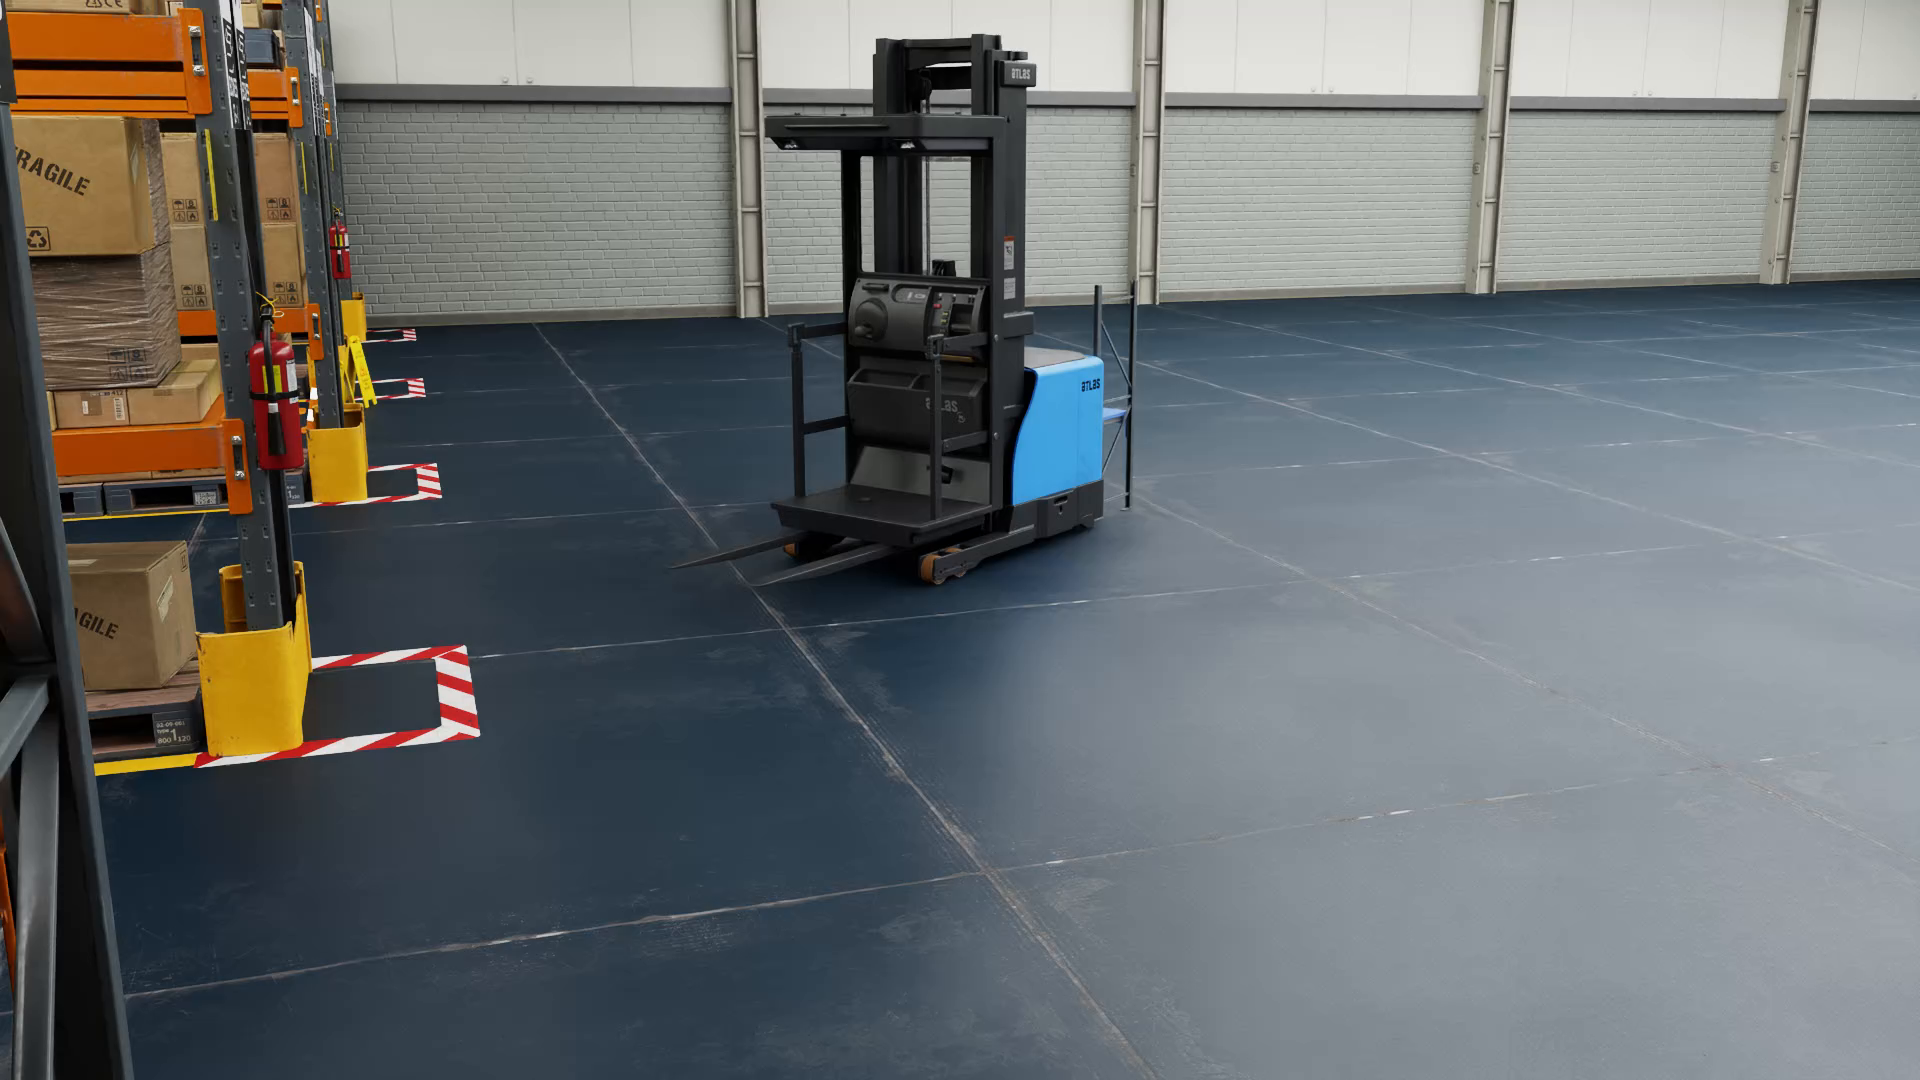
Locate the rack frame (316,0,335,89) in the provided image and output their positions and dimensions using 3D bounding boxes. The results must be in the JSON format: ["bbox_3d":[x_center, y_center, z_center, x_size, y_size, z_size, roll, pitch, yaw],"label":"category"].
[{"bbox_3d":[-7.653,-6.926,19.813,0.127,3.000,1.000,-4,14,-18],"label":"rack frame"}]

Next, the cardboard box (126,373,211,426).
[{"bbox_3d":[-3.110,-0.557,6.545,0.250,0.149,0.380,-4,14,-18],"label":"cardboard box"}]

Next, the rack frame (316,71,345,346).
[{"bbox_3d":[-6.066,-2.919,15.932,0.127,3.000,1.000,-4,14,-18],"label":"rack frame"}]

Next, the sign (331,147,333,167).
[{"bbox_3d":[-7.493,-4.566,19.841,0.005,0.325,0.100,-4,14,-18],"label":"sign"}]

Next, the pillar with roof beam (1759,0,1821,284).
[{"bbox_3d":[15.519,-7.899,23.905,0.400,9.000,9.100,-4,14,-18],"label":"pillar with roof beam"}]

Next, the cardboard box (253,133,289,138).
[{"bbox_3d":[-6.481,-3.513,15.410,0.500,0.500,0.700,-5,14,-19],"label":"cardboard box"}]

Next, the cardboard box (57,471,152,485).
[{"bbox_3d":[-5.847,-0.881,11.050,0.875,0.875,0.875,-5,14,-19],"label":"cardboard box"}]

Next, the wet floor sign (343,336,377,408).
[{"bbox_3d":[-5.545,-1.553,15.277,0.232,0.644,0.267,0,13,1],"label":"wet floor sign"}]

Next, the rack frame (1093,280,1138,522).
[{"bbox_3d":[0.988,-0.896,10.667,0.032,1.500,0.500,9,16,34],"label":"rack frame"}]

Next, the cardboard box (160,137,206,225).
[{"bbox_3d":[-5.248,-2.359,10.921,0.550,0.550,0.875,-4,14,-18],"label":"cardboard box"}]

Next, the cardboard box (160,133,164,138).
[{"bbox_3d":[-7.414,-3.417,15.007,0.500,0.500,0.700,-5,14,-19],"label":"cardboard box"}]

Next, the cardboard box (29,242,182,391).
[{"bbox_3d":[-3.436,-0.904,6.603,0.500,0.500,0.875,-4,14,-18],"label":"cardboard box"}]

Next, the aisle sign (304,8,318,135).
[{"bbox_3d":[-4.229,-3.045,10.844,0.004,0.787,0.394,-4,14,-18],"label":"aisle sign"}]

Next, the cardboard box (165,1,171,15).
[{"bbox_3d":[-5.081,-3.294,10.447,0.250,0.149,0.380,-4,14,-17],"label":"cardboard box"}]

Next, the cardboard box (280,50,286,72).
[{"bbox_3d":[-6.628,-4.471,15.657,0.500,0.250,0.500,-5,14,-19],"label":"cardboard box"}]

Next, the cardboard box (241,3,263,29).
[{"bbox_3d":[-4.599,-3.332,10.605,0.250,0.149,0.380,-4,14,-18],"label":"cardboard box"}]

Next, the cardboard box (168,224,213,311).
[{"bbox_3d":[-5.243,-1.831,11.034,0.550,0.550,0.875,-4,14,-18],"label":"cardboard box"}]

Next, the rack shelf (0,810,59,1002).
[{"bbox_3d":[-3.222,0.839,1.690,4.000,0.370,1.077,-4,14,-18],"label":"rack shelf"}]

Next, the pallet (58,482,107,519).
[{"bbox_3d":[-6.279,-0.319,11.026,1.213,0.211,1.003,-4,14,-18],"label":"pallet"}]

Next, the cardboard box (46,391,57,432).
[{"bbox_3d":[-3.568,-0.509,6.342,0.250,0.149,0.380,-4,14,-18],"label":"cardboard box"}]

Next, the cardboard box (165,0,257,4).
[{"bbox_3d":[-4.767,-3.527,10.565,0.500,0.250,0.500,-4,14,-17],"label":"cardboard box"}]

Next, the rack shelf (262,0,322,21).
[{"bbox_3d":[-9.549,-6.234,19.322,4.000,0.370,1.077,-4,14,-18],"label":"rack shelf"}]

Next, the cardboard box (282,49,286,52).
[{"bbox_3d":[-6.468,-4.662,15.599,0.250,0.149,0.380,-5,14,-18],"label":"cardboard box"}]

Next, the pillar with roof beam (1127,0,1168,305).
[{"bbox_3d":[4.146,-7.014,20.182,0.400,9.000,9.100,-4,14,-18],"label":"pillar with roof beam"}]

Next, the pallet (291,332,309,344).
[{"bbox_3d":[-8.364,-2.585,20.554,1.213,0.211,1.003,-4,14,-18],"label":"pallet"}]

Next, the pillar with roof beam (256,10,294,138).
[{"bbox_3d":[-7.227,-6.128,16.459,0.400,9.000,9.100,-4,14,-18],"label":"pillar with roof beam"}]

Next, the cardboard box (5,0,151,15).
[{"bbox_3d":[-3.282,-2.040,6.081,0.500,0.250,0.500,-4,14,-17],"label":"cardboard box"}]

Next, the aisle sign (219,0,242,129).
[{"bbox_3d":[-2.751,-1.949,6.236,0.004,0.787,0.394,-4,14,-18],"label":"aisle sign"}]

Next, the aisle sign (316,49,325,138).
[{"bbox_3d":[-5.915,-4.125,15.383,0.004,0.787,0.394,-4,14,-18],"label":"aisle sign"}]

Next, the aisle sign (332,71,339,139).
[{"bbox_3d":[-7.497,-5.212,19.956,0.004,0.787,0.394,-4,14,-18],"label":"aisle sign"}]

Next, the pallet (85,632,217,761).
[{"bbox_3d":[-3.759,0.669,6.874,1.213,0.211,1.003,-4,14,-18],"label":"pallet"}]

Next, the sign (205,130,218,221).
[{"bbox_3d":[-2.748,-1.339,6.106,0.005,0.325,0.100,-4,14,-18],"label":"sign"}]

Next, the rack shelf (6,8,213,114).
[{"bbox_3d":[-4.801,-1.707,5.910,4.000,0.370,1.077,-4,14,-18],"label":"rack shelf"}]

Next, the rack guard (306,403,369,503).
[{"bbox_3d":[-4.369,-0.626,11.696,0.348,0.500,1.175,-4,14,-18],"label":"rack guard"}]

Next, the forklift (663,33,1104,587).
[{"bbox_3d":[-0.374,-1.308,9.310,1.130,2.935,3.031,10,16,35],"label":"forklift"}]

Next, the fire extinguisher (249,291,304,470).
[{"bbox_3d":[-2.650,-0.615,6.414,0.183,0.674,0.296,-4,14,-18],"label":"fire extinguisher"}]

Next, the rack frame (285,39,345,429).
[{"bbox_3d":[-4.392,-1.841,11.399,0.127,3.000,1.000,-4,14,-18],"label":"rack frame"}]

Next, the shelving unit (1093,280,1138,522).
[{"bbox_3d":[0.572,-0.963,10.951,1.048,1.500,0.538,9,16,34],"label":"shelving unit"}]

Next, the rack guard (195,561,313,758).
[{"bbox_3d":[-2.978,0.476,7.060,0.348,0.500,1.175,-4,14,-18],"label":"rack guard"}]

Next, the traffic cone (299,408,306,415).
[{"bbox_3d":[-6.063,-1.370,14.902,0.334,0.463,0.336,-4,14,-18],"label":"traffic cone"}]

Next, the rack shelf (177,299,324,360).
[{"bbox_3d":[-6.287,-1.343,10.862,4.000,0.370,1.077,-4,14,-18],"label":"rack shelf"}]

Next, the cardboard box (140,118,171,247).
[{"bbox_3d":[-3.514,-1.444,6.713,0.500,0.500,0.500,-4,14,-18],"label":"cardboard box"}]
